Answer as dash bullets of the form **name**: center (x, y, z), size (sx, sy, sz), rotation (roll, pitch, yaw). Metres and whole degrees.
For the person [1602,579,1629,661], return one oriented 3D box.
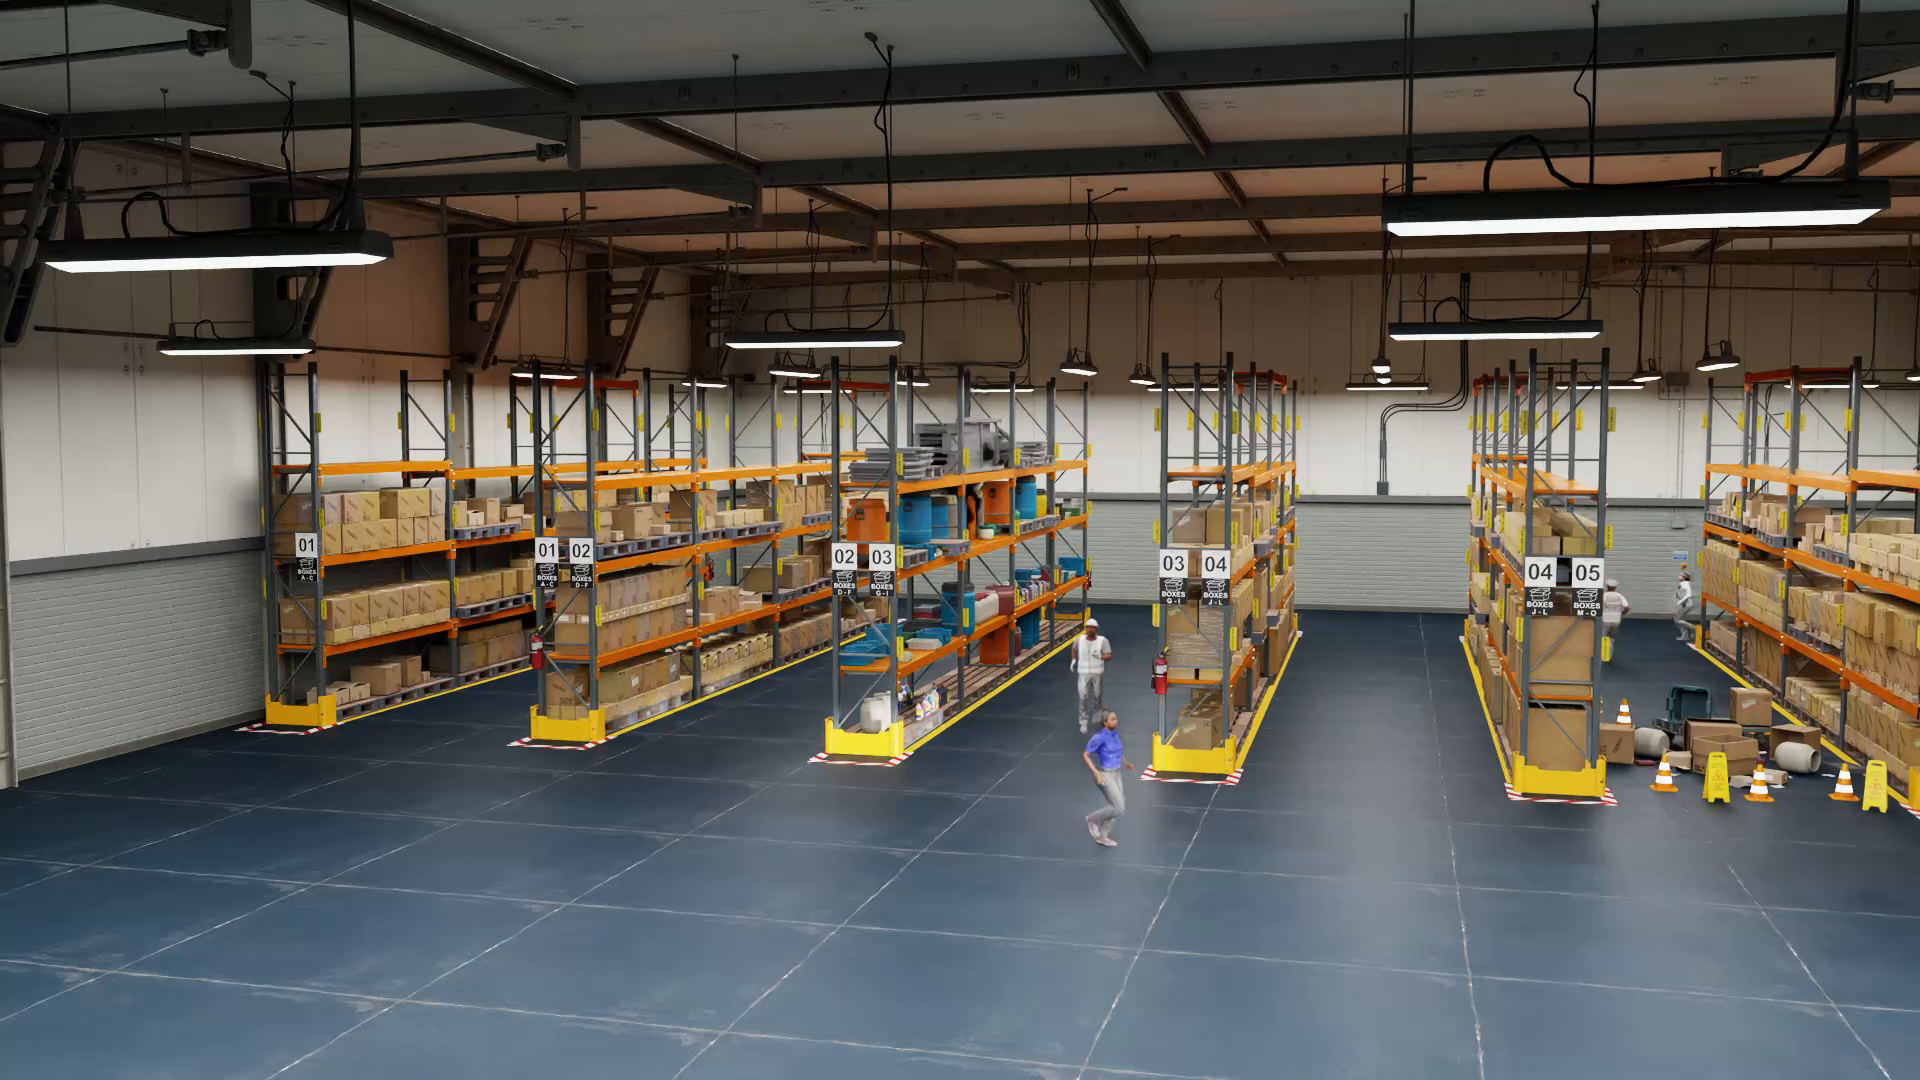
- **person**: center (13.625, 1.684, 34.807), size (0.667, 1.735, 0.695), rotation (0, 4, 2)

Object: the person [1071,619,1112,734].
- **person**: center (2.133, 2.181, 27.076), size (0.676, 1.800, 0.934), rotation (1, 4, 8)

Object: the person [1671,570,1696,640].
- **person**: center (16.668, 1.504, 38.255), size (0.594, 1.649, 0.643), rotation (2, 5, 27)

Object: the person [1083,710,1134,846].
- **person**: center (1.789, 2.818, 19.643), size (0.552, 1.614, 0.571), rotation (3, 5, 36)
